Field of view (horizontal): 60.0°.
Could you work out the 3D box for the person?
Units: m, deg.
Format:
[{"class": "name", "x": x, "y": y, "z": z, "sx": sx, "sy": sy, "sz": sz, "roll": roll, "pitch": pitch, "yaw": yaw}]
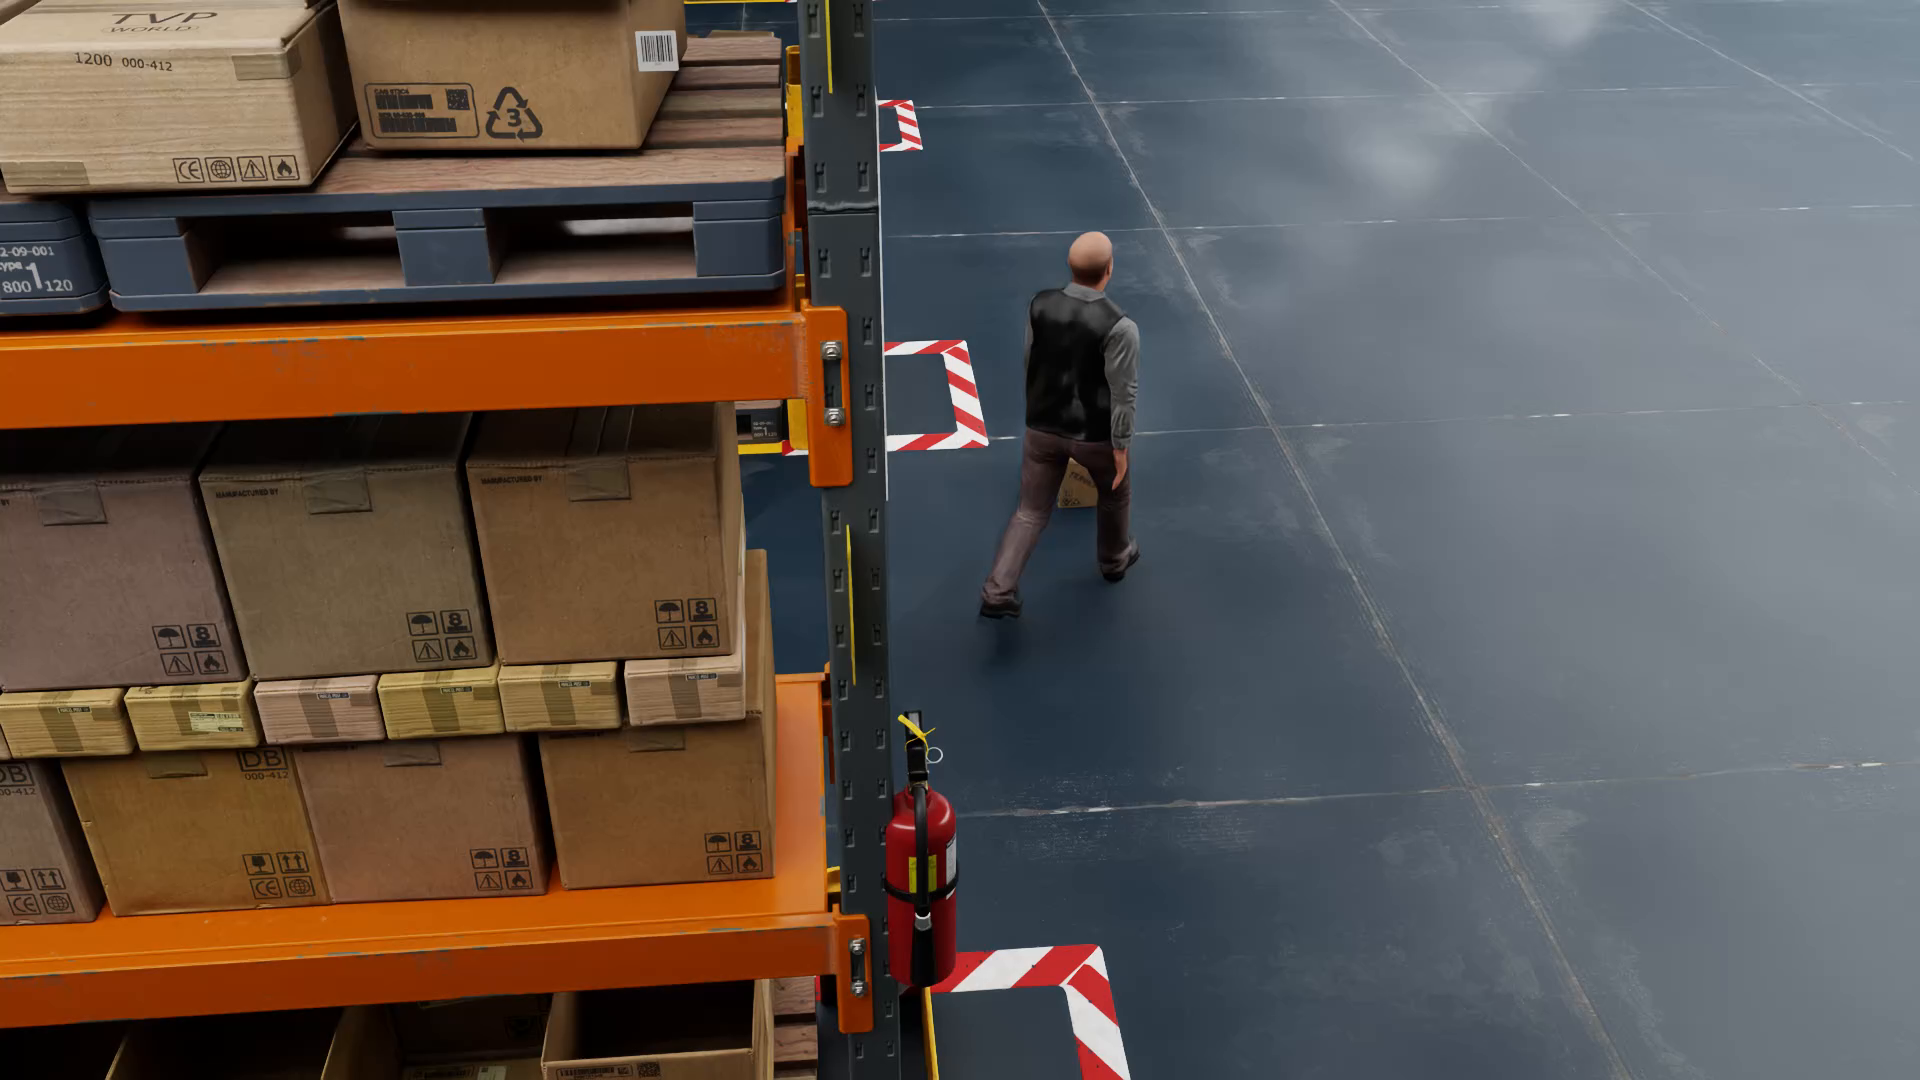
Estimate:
[{"class": "person", "x": 0.483, "y": -0.419, "z": 6.965, "sx": 0.555, "sy": 1.590, "sz": 1.018, "roll": 15, "pitch": 34, "yaw": 24}]
